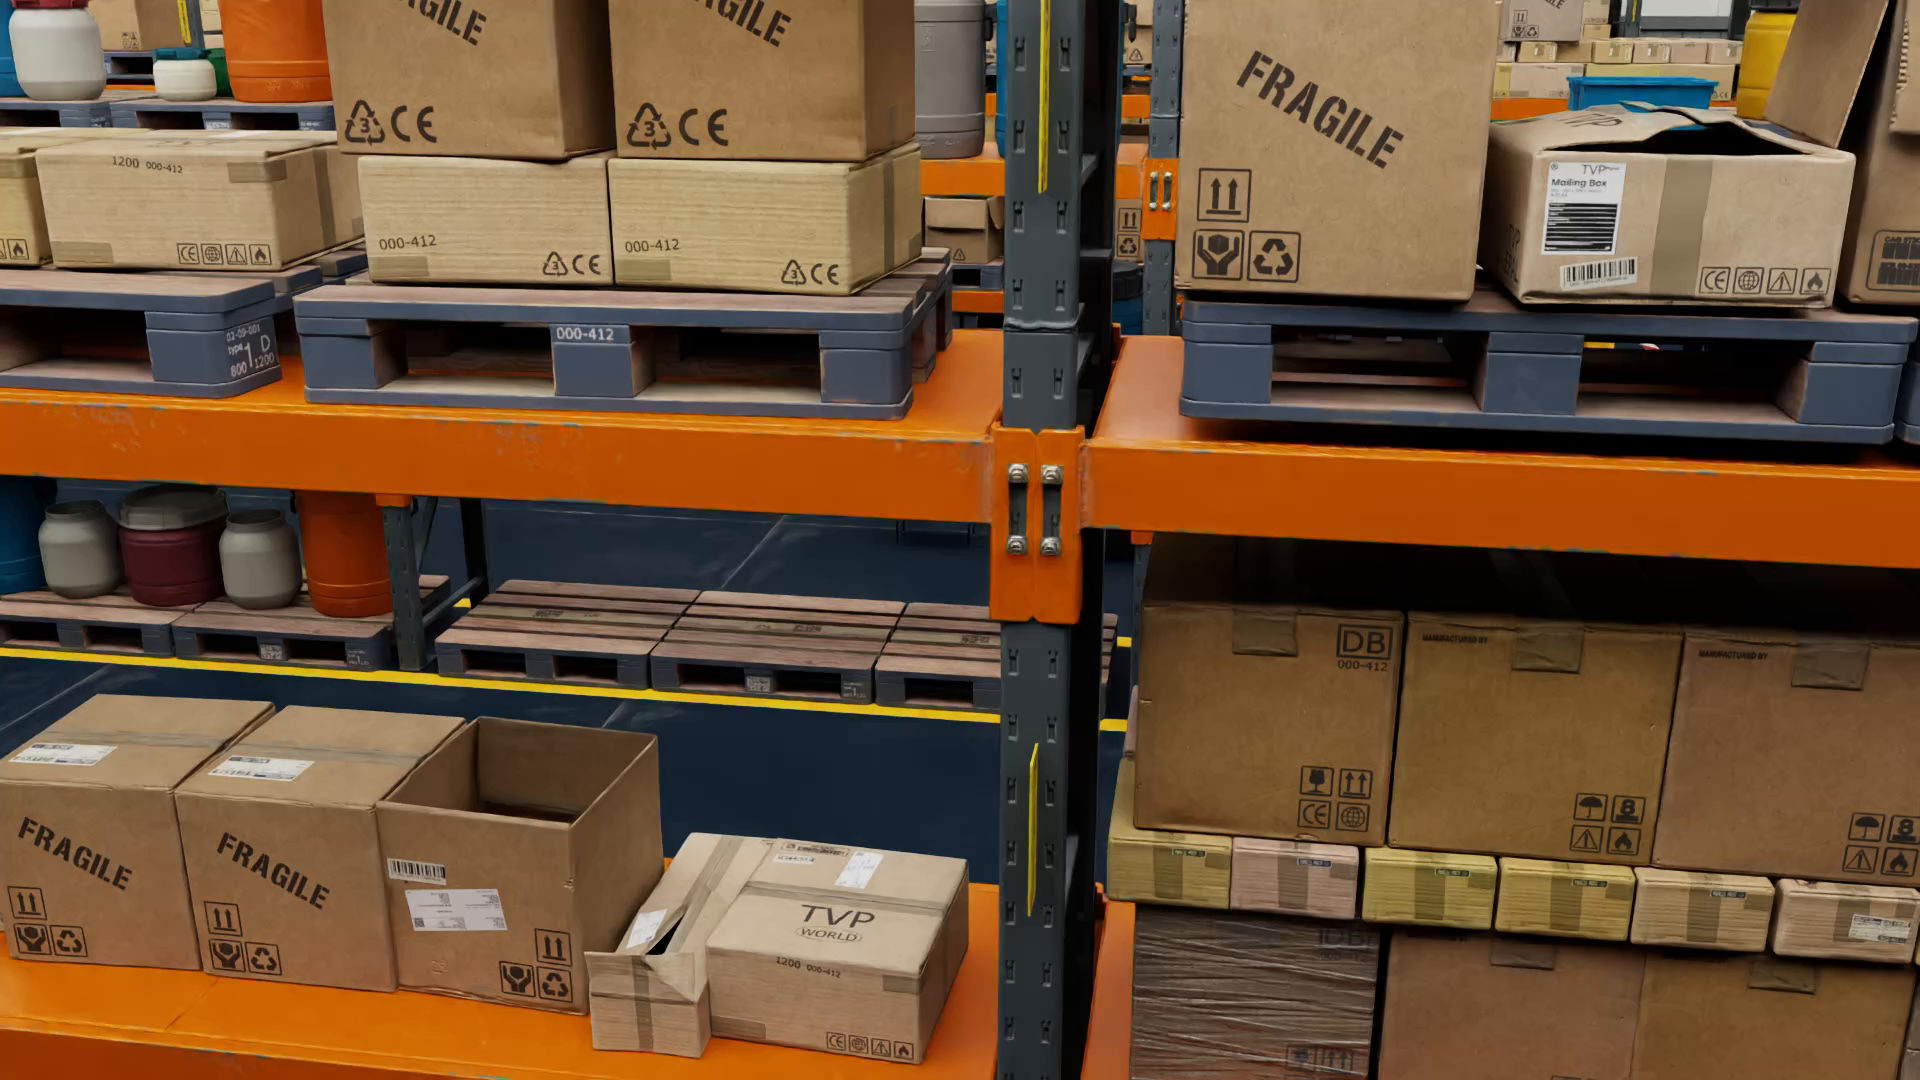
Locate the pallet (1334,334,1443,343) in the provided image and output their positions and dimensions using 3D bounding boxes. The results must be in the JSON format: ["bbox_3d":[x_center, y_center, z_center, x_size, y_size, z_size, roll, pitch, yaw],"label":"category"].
[{"bbox_3d":[4.625,-2.307,17.864,1.213,0.211,1.003,3,19,9],"label":"pallet"}]

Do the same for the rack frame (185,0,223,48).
[{"bbox_3d":[-6.106,-5.451,13.413,0.127,3.000,1.000,3,19,9],"label":"rack frame"}]

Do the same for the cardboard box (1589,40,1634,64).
[{"bbox_3d":[4.641,-3.493,11.897,0.250,0.149,0.380,3,19,9],"label":"cardboard box"}]

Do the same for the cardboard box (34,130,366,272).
[{"bbox_3d":[-1.661,-0.766,3.713,0.500,0.250,0.500,1,19,4],"label":"cardboard box"}]

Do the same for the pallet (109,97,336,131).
[{"bbox_3d":[-3.682,-2.255,8.887,1.213,0.211,1.003,3,19,9],"label":"pallet"}]

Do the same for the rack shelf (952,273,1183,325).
[{"bbox_3d":[-0.182,-1.963,13.577,4.000,0.370,1.077,3,19,9],"label":"rack shelf"}]

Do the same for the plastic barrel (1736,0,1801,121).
[{"bbox_3d":[3.810,-2.179,7.403,0.600,0.588,0.600,0,18,0],"label":"plastic barrel"}]

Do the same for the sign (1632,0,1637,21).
[{"bbox_3d":[6.529,-5.187,16.079,0.005,0.325,0.100,3,19,9],"label":"sign"}]

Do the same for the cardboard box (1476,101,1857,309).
[{"bbox_3d":[1.206,-0.611,2.932,0.500,0.311,0.500,2,19,6],"label":"cardboard box"}]

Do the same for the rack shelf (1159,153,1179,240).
[{"bbox_3d":[2.981,-1.633,7.862,4.000,0.370,1.077,3,19,9],"label":"rack shelf"}]

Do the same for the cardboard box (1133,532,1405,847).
[{"bbox_3d":[0.657,0.257,3.604,0.500,0.500,0.700,3,19,9],"label":"cardboard box"}]

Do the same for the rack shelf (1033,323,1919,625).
[{"bbox_3d":[2.192,-0.081,3.224,4.000,0.370,1.077,3,19,9],"label":"rack shelf"}]

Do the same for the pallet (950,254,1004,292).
[{"bbox_3d":[-0.196,-2.227,13.535,1.213,0.211,1.003,3,19,9],"label":"pallet"}]

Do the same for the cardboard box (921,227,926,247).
[{"bbox_3d":[-0.539,-2.377,13.253,0.500,0.250,0.500,2,19,7],"label":"cardboard box"}]

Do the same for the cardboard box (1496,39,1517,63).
[{"bbox_3d":[3.871,-3.555,12.082,0.250,0.149,0.380,2,19,6],"label":"cardboard box"}]

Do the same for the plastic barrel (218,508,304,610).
[{"bbox_3d":[-4.000,0.108,9.513,0.421,0.512,0.421,0,18,0],"label":"plastic barrel"}]

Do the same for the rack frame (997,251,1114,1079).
[{"bbox_3d":[0.217,0.900,3.887,0.127,3.000,1.000,3,19,9],"label":"rack frame"}]

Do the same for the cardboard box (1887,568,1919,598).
[{"bbox_3d":[2.143,0.333,3.378,0.500,0.500,0.700,3,19,9],"label":"cardboard box"}]

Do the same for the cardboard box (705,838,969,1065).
[{"bbox_3d":[-0.276,0.960,3.944,0.500,0.250,0.500,4,19,12],"label":"cardboard box"}]

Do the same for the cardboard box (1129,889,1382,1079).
[{"bbox_3d":[0.657,0.873,3.810,0.500,0.500,0.700,2,19,7],"label":"cardboard box"}]

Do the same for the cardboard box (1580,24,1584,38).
[{"bbox_3d":[5.998,-5.025,16.442,0.250,0.149,0.380,3,19,9],"label":"cardboard box"}]

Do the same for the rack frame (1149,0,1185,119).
[{"bbox_3d":[1.007,-3.497,7.572,0.127,3.000,1.000,3,19,9],"label":"rack frame"}]

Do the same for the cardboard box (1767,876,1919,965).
[{"bbox_3d":[1.725,0.682,3.356,0.250,0.149,0.380,2,19,7],"label":"cardboard box"}]

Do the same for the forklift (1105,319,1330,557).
[{"bbox_3d":[2.289,-1.453,11.027,3.031,2.935,1.130,-2,19,-5],"label":"forklift"}]

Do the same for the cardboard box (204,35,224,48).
[{"bbox_3d":[-8.247,-5.577,18.754,0.500,0.250,0.500,4,19,10],"label":"cardboard box"}]

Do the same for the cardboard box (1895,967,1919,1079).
[{"bbox_3d":[2.179,0.949,3.582,0.500,0.500,0.700,3,19,10],"label":"cardboard box"}]

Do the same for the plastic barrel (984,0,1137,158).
[{"bbox_3d":[0.470,-2.270,7.842,0.708,0.901,0.600,3,19,9],"label":"plastic barrel"}]

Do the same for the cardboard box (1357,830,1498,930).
[{"bbox_3d":[0.955,0.644,3.472,0.250,0.149,0.380,2,19,7],"label":"cardboard box"}]

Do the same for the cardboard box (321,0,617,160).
[{"bbox_3d":[-0.951,-1.071,3.443,0.500,0.500,0.500,5,19,14],"label":"cardboard box"}]

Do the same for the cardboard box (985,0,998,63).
[{"bbox_3d":[0.414,-3.976,12.907,0.637,0.503,0.797,4,19,11],"label":"cardboard box"}]

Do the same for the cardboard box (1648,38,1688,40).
[{"bbox_3d":[5.266,-3.672,12.432,0.250,0.149,0.380,3,19,10],"label":"cardboard box"}]

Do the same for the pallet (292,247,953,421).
[{"bbox_3d":[-0.655,-0.472,3.562,1.217,0.209,0.805,2,19,6],"label":"pallet"}]

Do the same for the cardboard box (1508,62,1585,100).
[{"bbox_3d":[4.227,-3.351,12.100,0.500,0.250,0.500,3,19,10],"label":"cardboard box"}]

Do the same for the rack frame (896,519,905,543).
[{"bbox_3d":[-0.404,-0.590,11.174,0.015,1.200,0.240,3,19,9],"label":"rack frame"}]

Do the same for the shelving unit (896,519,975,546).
[{"bbox_3d":[-0.163,-0.577,11.138,0.503,1.200,0.258,3,19,9],"label":"shelving unit"}]

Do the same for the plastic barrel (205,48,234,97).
[{"bbox_3d":[-3.952,-2.527,8.983,0.294,0.245,0.294,0,18,0],"label":"plastic barrel"}]

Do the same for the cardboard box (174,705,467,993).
[{"bbox_3d":[-1.553,0.757,4.157,0.500,0.500,0.500,3,19,9],"label":"cardboard box"}]

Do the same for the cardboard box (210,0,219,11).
[{"bbox_3d":[-8.140,-5.979,18.538,0.250,0.149,0.380,3,19,9],"label":"cardboard box"}]

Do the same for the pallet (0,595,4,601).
[{"bbox_3d":[-6.137,0.320,10.015,1.213,0.211,1.003,3,19,9],"label":"pallet"}]

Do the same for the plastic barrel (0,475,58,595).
[{"bbox_3d":[-5.658,-0.190,9.790,0.708,0.901,0.600,3,19,9],"label":"plastic barrel"}]

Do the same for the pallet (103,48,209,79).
[{"bbox_3d":[-6.912,-4.031,14.036,1.213,0.211,1.003,3,19,9],"label":"pallet"}]

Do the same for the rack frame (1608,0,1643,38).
[{"bbox_3d":[6.628,-6.396,16.237,0.127,3.000,1.000,3,19,9],"label":"rack frame"}]

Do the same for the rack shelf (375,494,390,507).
[{"bbox_3d":[-4.917,-0.613,9.541,4.000,0.370,1.077,3,19,9],"label":"rack shelf"}]

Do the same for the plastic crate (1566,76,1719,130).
[{"bbox_3d":[3.026,-1.867,7.454,0.575,0.384,0.392,3,19,9],"label":"plastic crate"}]

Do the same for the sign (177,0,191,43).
[{"bbox_3d":[-6.193,-4.138,13.275,0.005,0.325,0.100,3,19,9],"label":"sign"}]

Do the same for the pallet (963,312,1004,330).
[{"bbox_3d":[0.697,-2.506,18.460,1.213,0.211,1.003,3,19,9],"label":"pallet"}]

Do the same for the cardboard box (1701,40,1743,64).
[{"bbox_3d":[5.418,-3.459,11.794,0.250,0.149,0.380,3,19,9],"label":"cardboard box"}]
